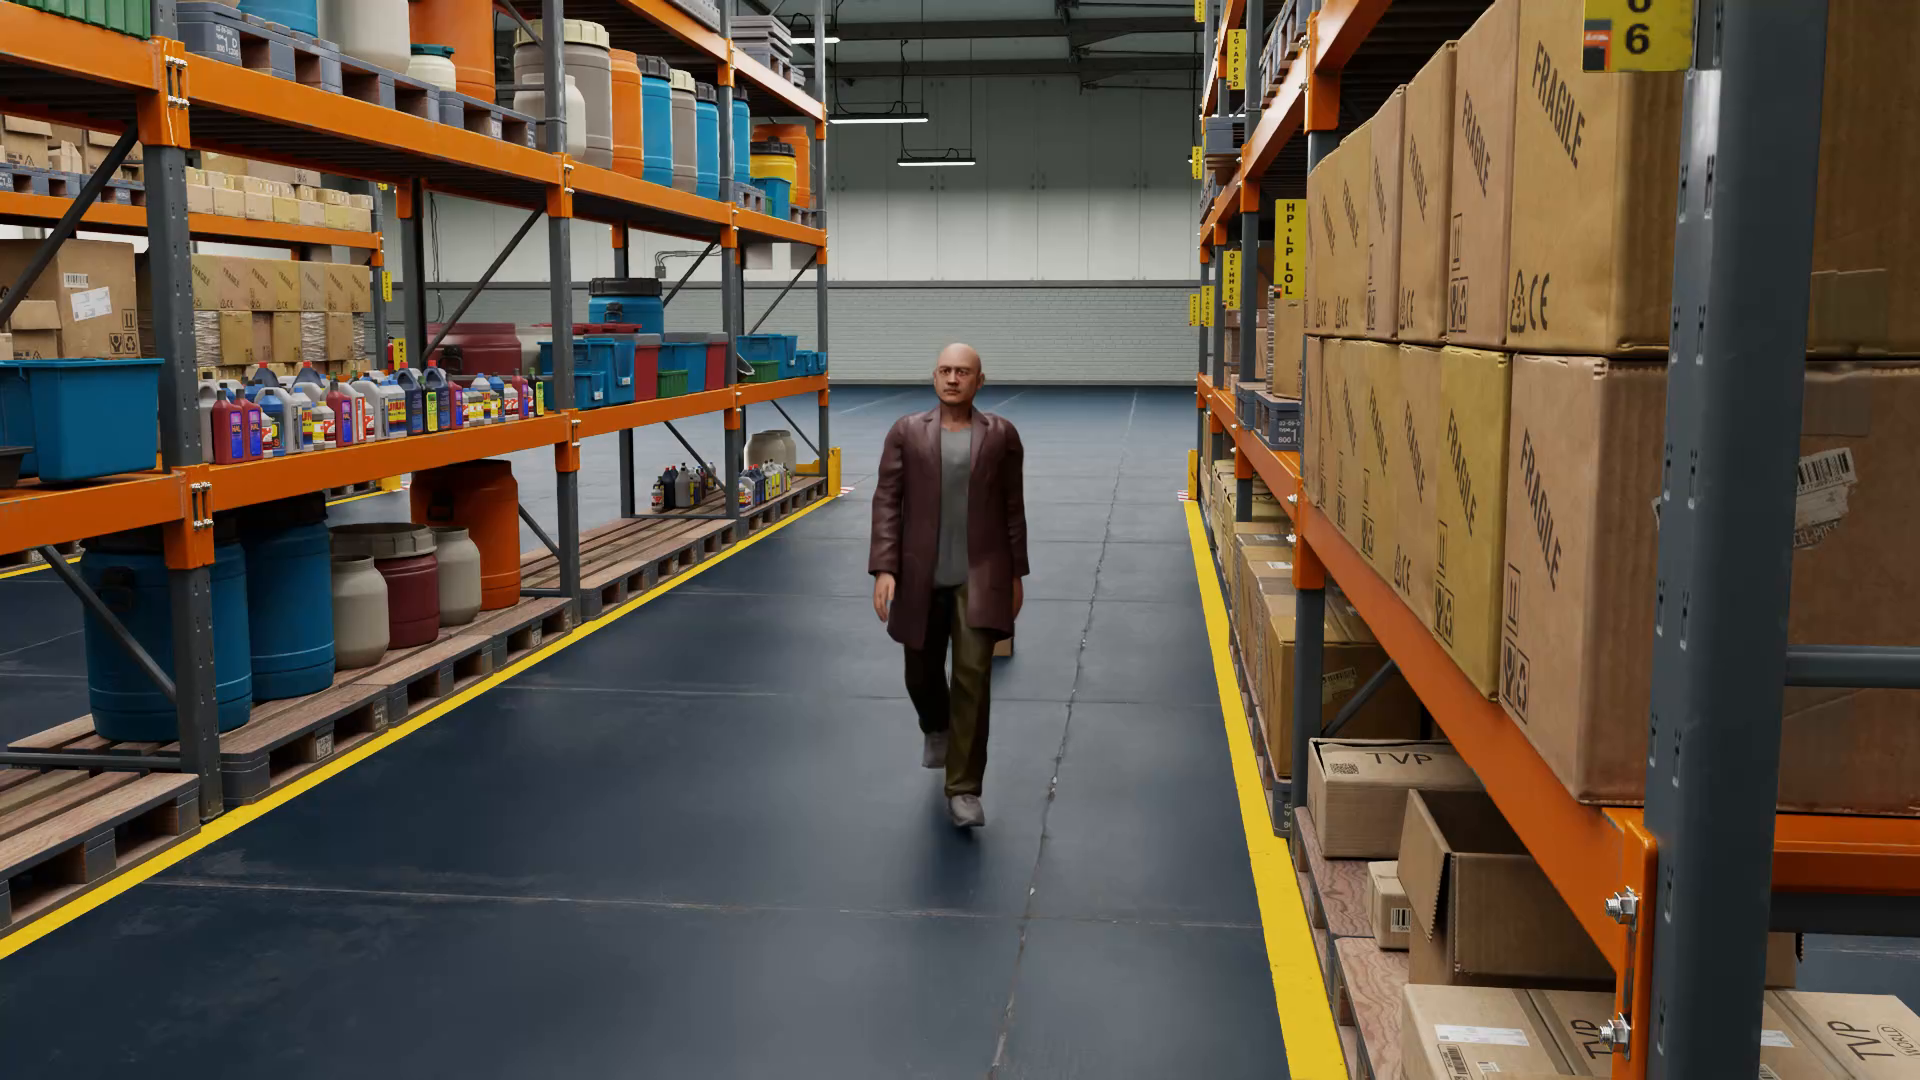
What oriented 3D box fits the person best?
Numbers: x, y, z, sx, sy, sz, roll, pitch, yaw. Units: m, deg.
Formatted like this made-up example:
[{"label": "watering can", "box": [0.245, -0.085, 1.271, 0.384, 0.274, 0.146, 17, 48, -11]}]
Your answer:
[{"label": "person", "box": [-0.039, 0.137, 6.306, 0.605, 1.726, 1.012, 0, 7, 3]}]
